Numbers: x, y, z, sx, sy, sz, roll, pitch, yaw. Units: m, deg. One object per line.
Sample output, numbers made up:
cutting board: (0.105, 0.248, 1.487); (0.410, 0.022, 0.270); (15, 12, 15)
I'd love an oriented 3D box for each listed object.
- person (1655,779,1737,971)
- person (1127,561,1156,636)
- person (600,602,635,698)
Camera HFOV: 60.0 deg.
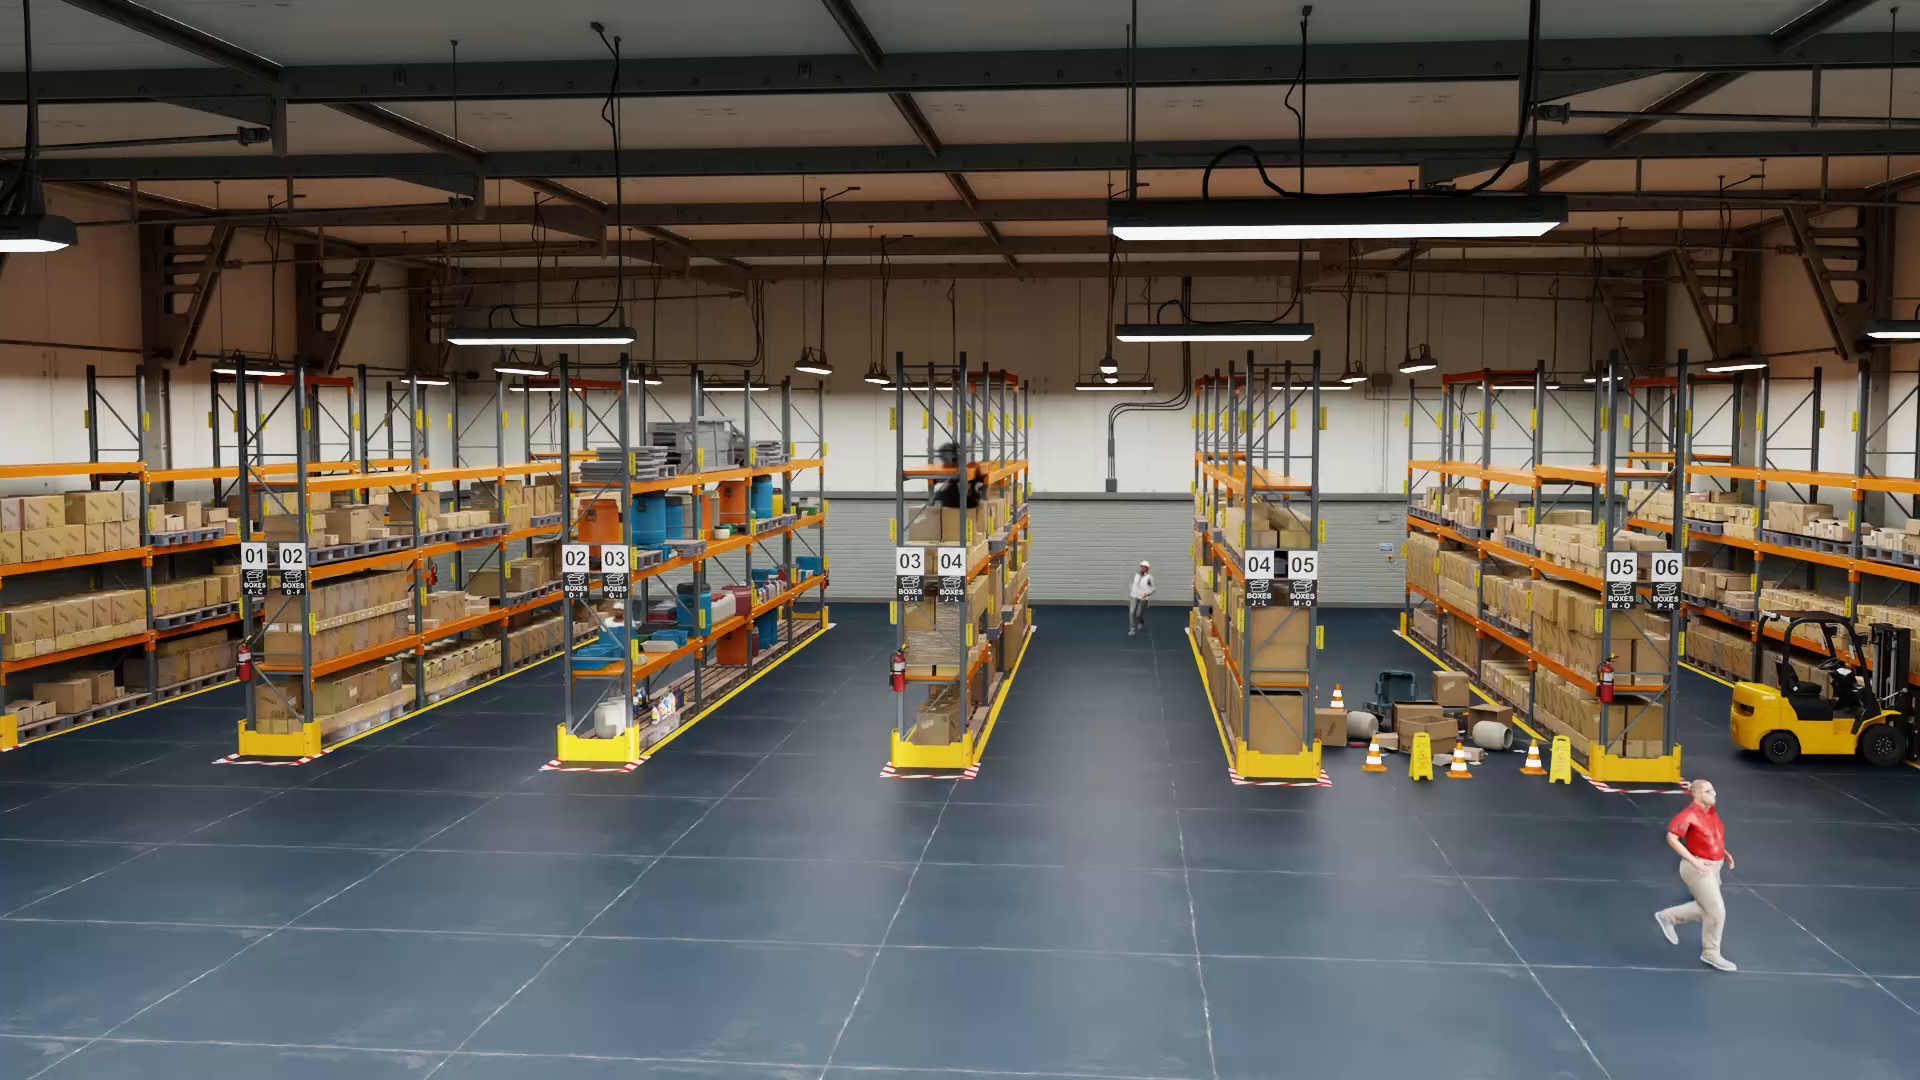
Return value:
person: (6.828, 3.060, 15.405); (0.676, 1.711, 0.785); (-4, 6, -44)
person: (4.251, 1.370, 39.139); (0.709, 1.745, 0.697); (2, 5, 31)
person: (-6.169, 1.992, 29.926); (0.692, 1.741, 0.660); (0, 4, -4)
